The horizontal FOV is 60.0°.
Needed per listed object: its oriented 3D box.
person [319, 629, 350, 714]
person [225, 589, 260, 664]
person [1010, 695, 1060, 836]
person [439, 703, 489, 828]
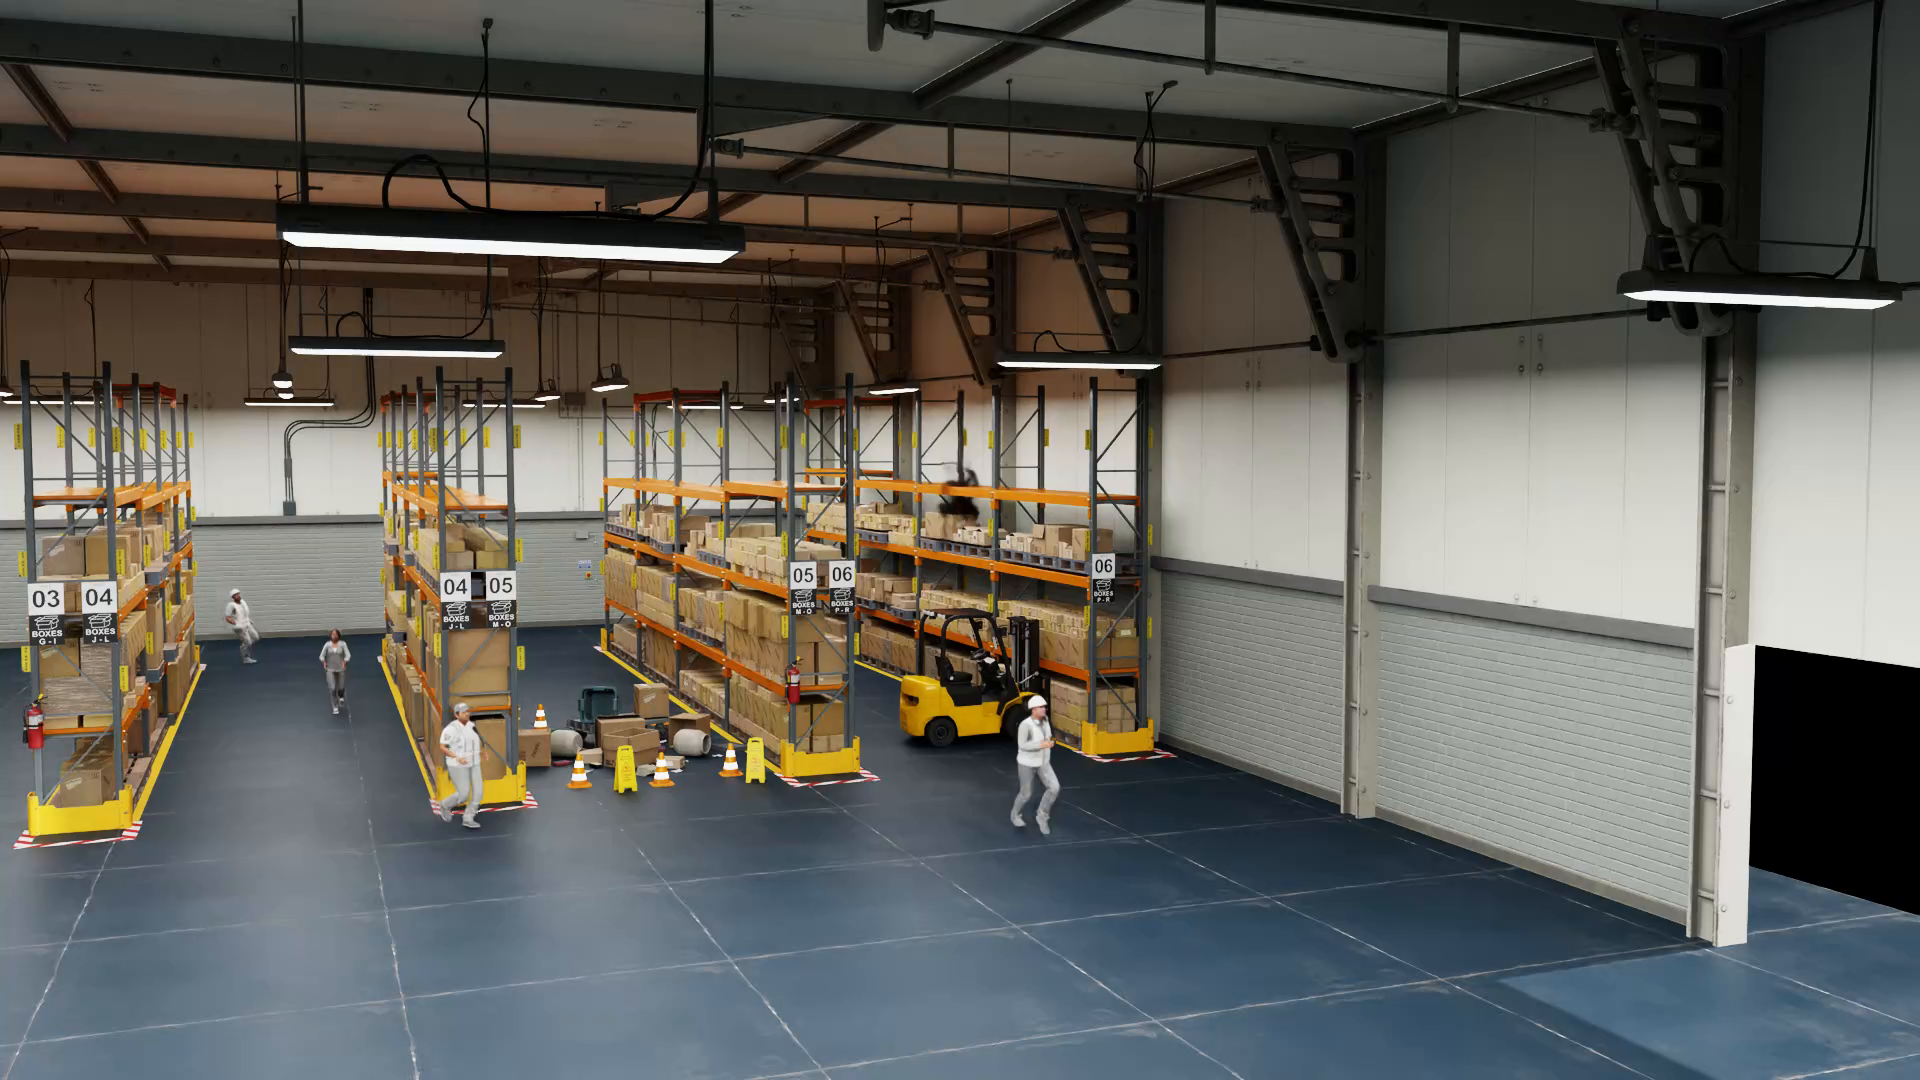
[{"bbox_3d":[-11.443,2.401,30.451,0.535,1.536,0.567,-1,4,-19],"label":"person"},{"bbox_3d":[-15.943,1.928,36.974,0.538,1.694,0.730,1,4,15],"label":"person"},{"bbox_3d":[0.941,2.851,21.126,0.680,1.790,0.827,-3,5,-42],"label":"person"},{"bbox_3d":[-6.423,2.901,21.476,0.578,1.615,0.605,2,4,30],"label":"person"}]
